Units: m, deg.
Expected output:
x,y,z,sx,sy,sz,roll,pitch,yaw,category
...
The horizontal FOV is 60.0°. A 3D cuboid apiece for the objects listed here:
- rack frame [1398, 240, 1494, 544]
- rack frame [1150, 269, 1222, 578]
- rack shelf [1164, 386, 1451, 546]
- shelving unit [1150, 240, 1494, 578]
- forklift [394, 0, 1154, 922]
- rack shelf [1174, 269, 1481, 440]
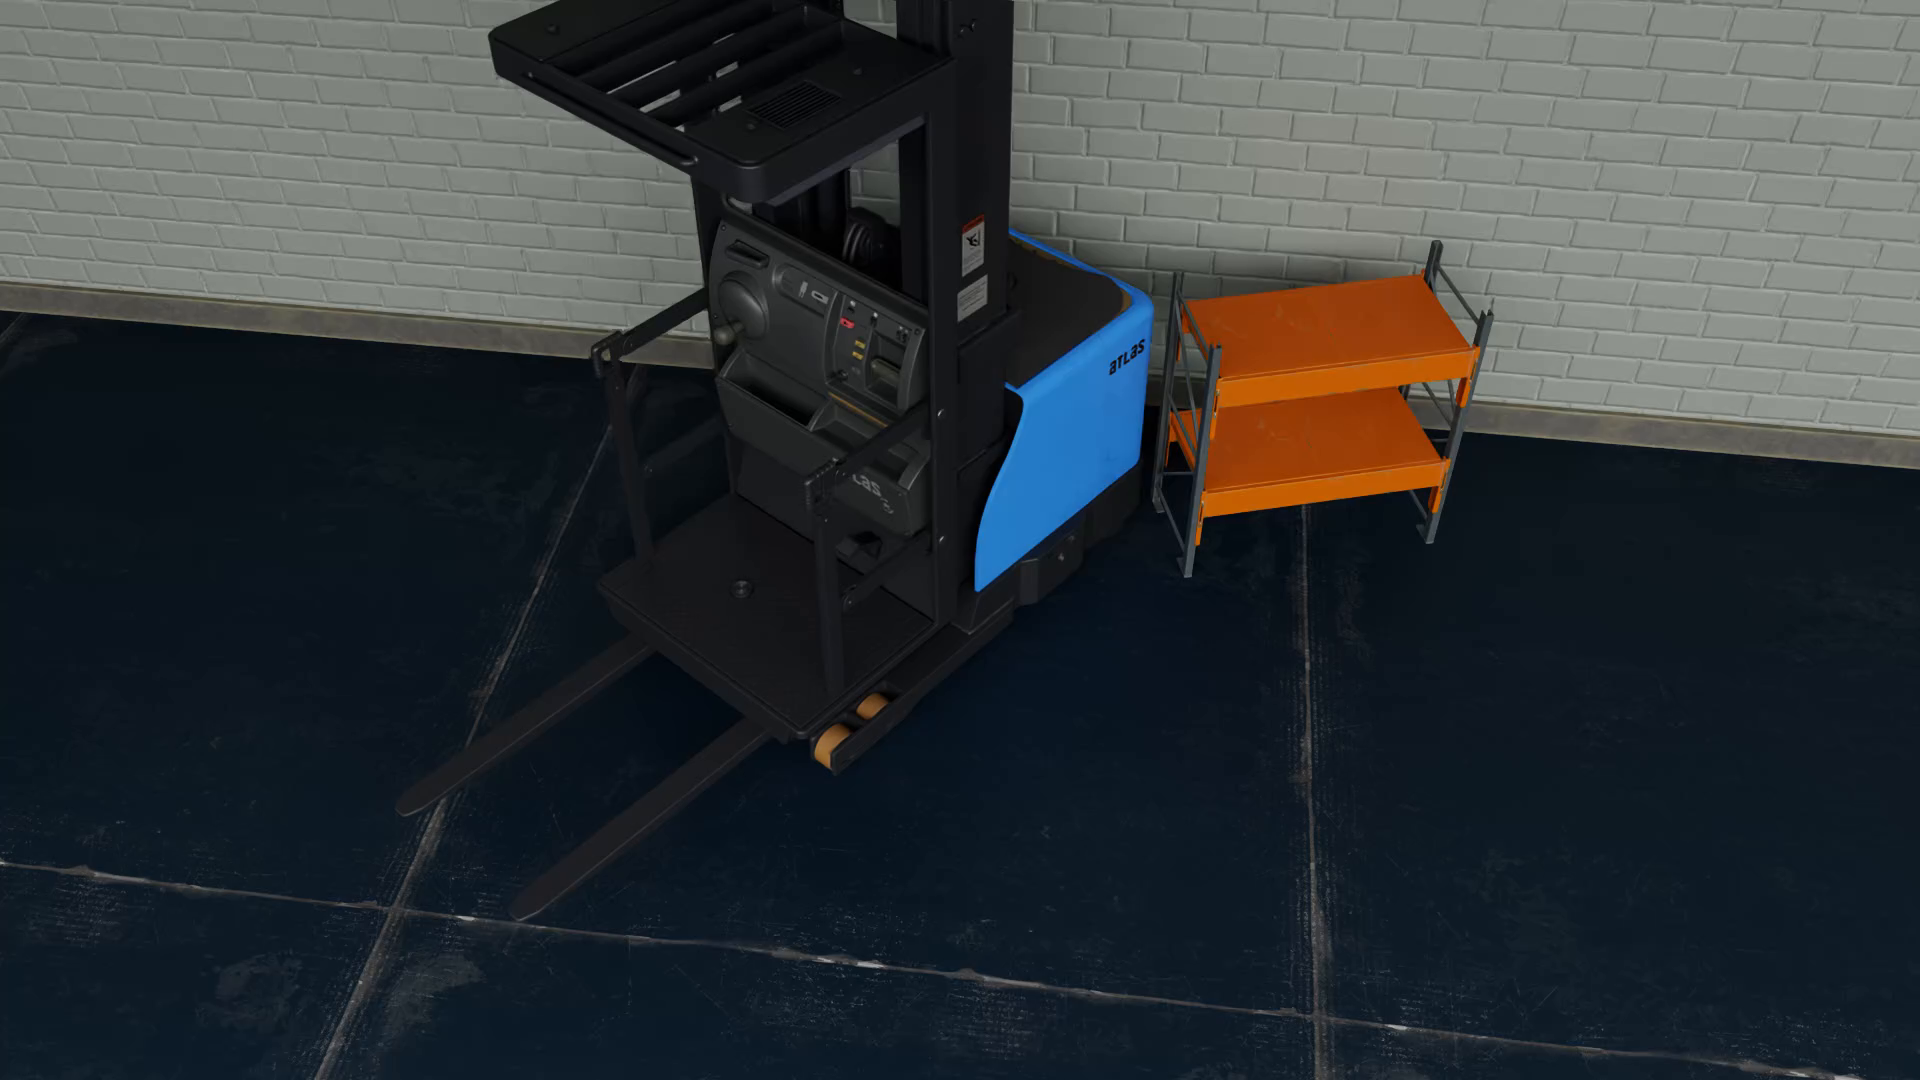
x,y,z,sx,sy,sz,roll,pitch,yaw,category
1.854,-0.562,6.525,0.032,1.125,0.500,-8,44,-8,rack frame
0.857,-0.428,6.384,0.032,1.125,0.500,-8,44,-8,rack frame
1.355,-0.317,6.623,1.000,0.278,0.538,-8,44,-8,rack shelf
1.355,-0.495,6.455,1.048,1.125,0.538,-8,44,-8,shelving unit
-0.618,-0.646,5.300,1.130,2.935,3.031,31,52,29,forklift
1.355,-0.708,6.253,1.000,0.278,0.538,-8,44,-8,rack shelf
